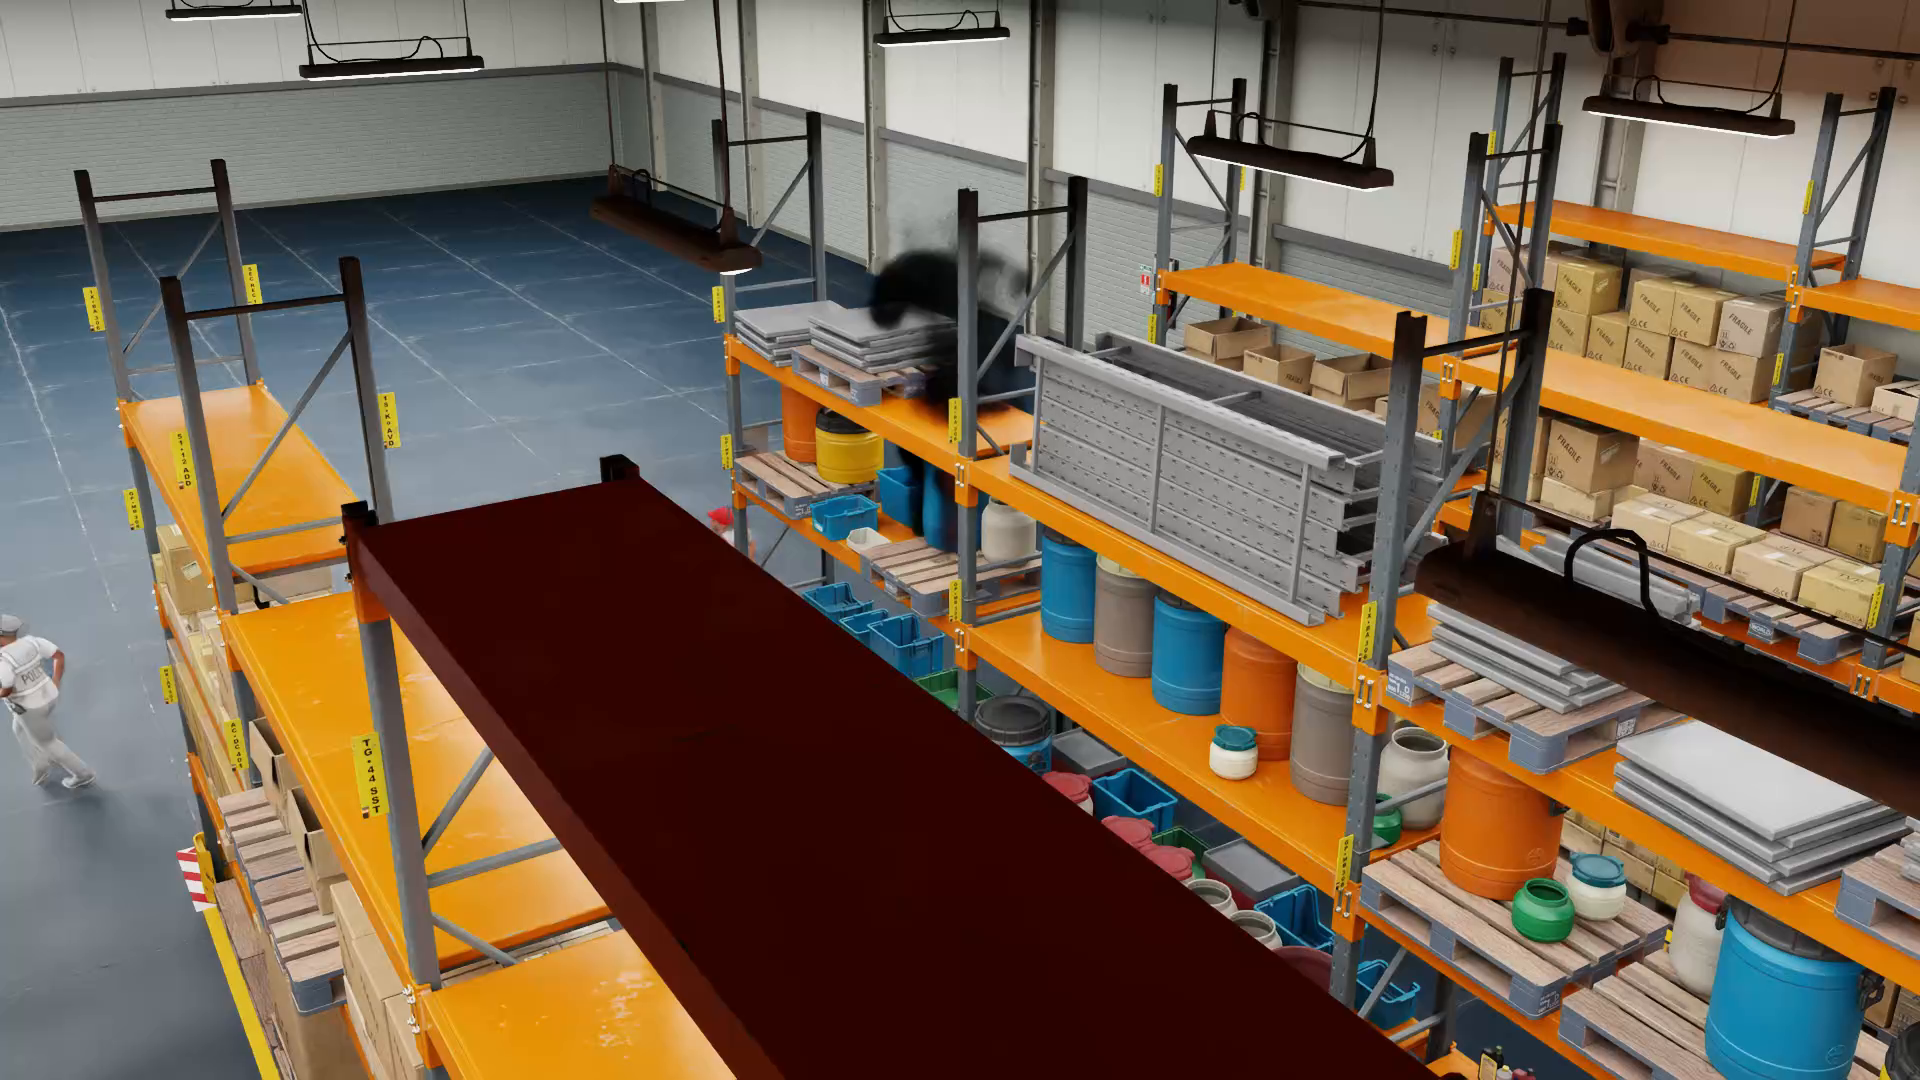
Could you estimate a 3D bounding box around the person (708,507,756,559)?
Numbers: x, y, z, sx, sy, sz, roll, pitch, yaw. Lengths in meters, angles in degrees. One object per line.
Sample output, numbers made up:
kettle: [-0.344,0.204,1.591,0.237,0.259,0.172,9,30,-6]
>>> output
person: [-2.449,0.473,17.703,0.854,1.762,0.668,1,22,3]

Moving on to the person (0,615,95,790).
person: [-8.504,1.534,15.267,0.893,1.817,0.569,0,22,0]

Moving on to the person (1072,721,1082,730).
person: [1.086,1.370,15.644,0.666,1.857,0.847,-17,27,-36]
